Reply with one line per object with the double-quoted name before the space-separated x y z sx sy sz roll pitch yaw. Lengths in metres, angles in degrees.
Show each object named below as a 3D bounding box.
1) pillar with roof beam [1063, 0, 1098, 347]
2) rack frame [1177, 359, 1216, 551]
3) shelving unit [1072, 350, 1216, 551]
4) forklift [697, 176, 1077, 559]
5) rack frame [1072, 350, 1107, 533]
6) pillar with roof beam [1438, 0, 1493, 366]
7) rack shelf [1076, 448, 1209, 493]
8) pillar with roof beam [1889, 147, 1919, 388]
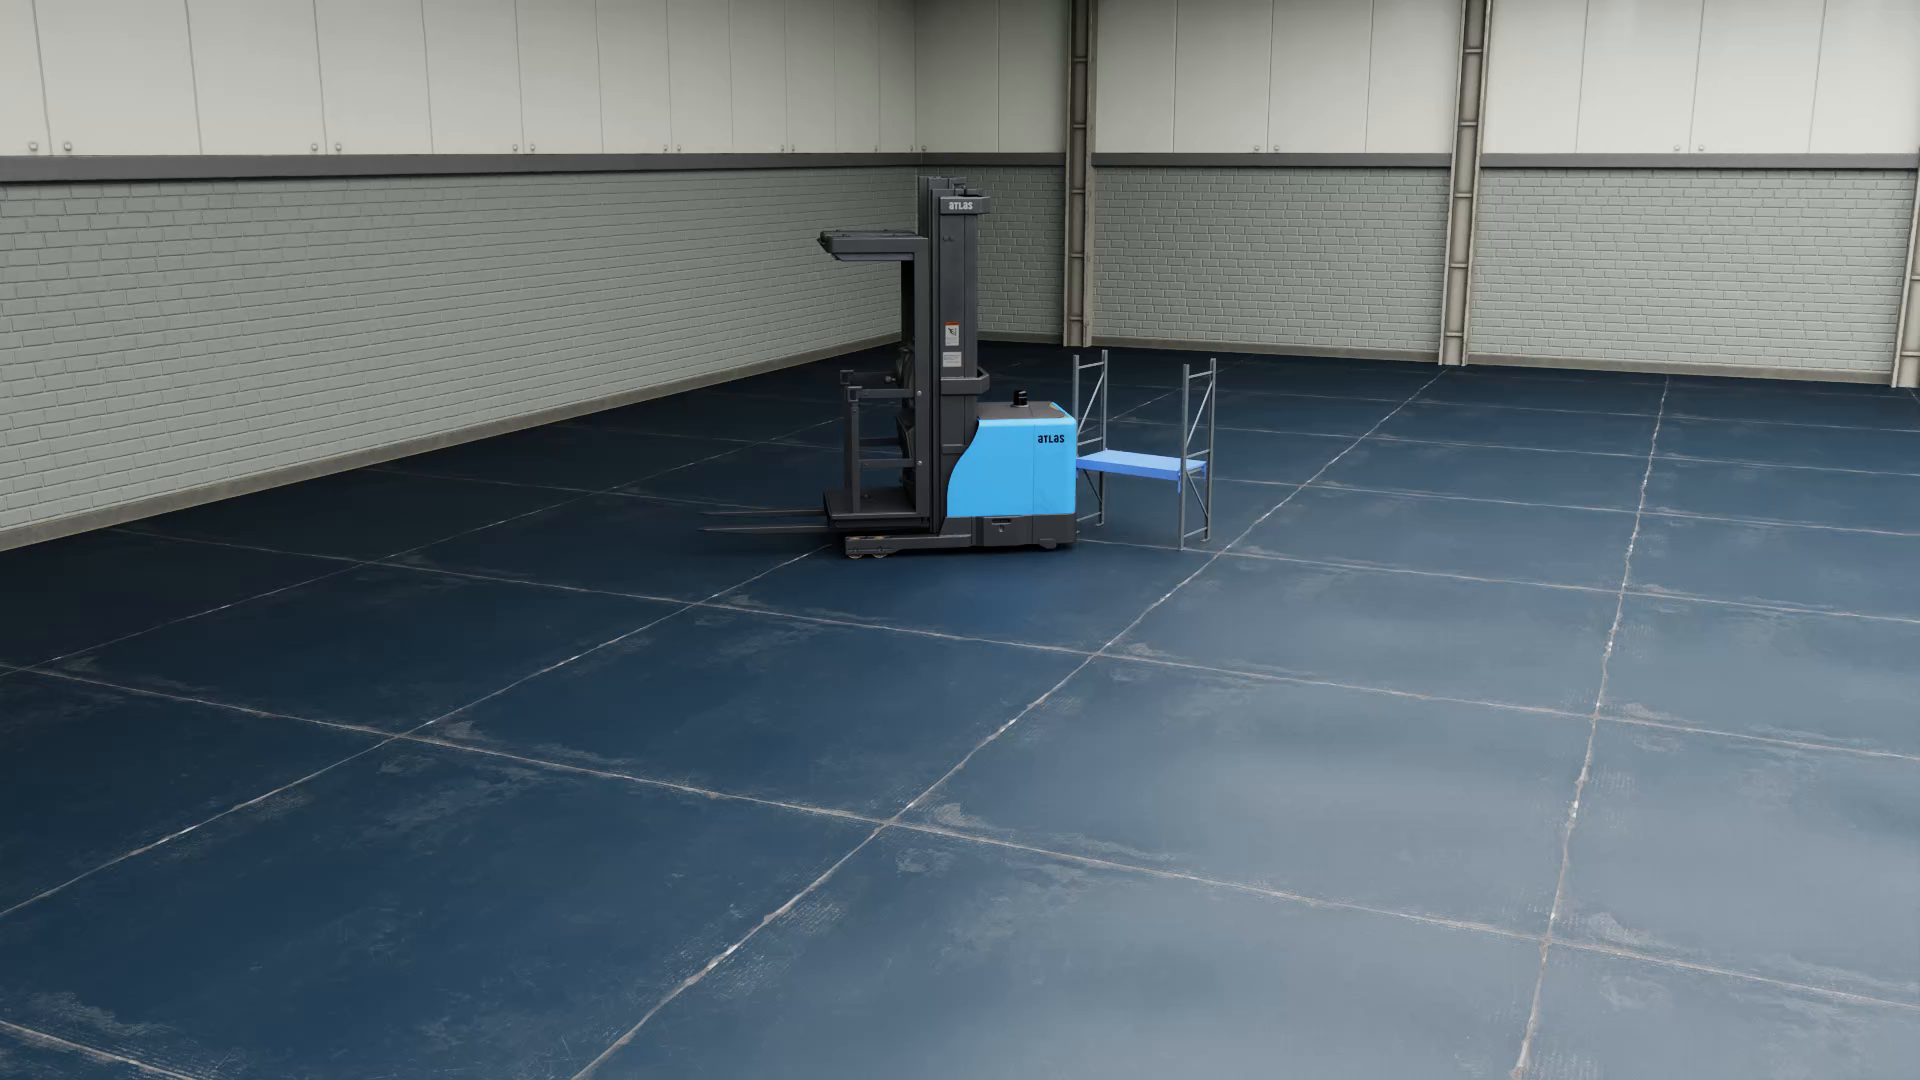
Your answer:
"pillar with roof beam" 0.194 -6.686 22.548 0.400 9.000 9.100 6 14 23
"rack frame" 1.910 -0.689 13.409 0.032 1.500 0.500 9 16 35
"shelving unit" 1.498 -0.757 13.698 1.048 1.500 0.538 9 16 35
"forklift" -0.617 -1.409 13.342 3.031 2.935 1.130 -2 13 -7
"rack frame" 1.085 -0.825 13.987 0.032 1.500 0.500 9 16 35
"pillar with roof beam" 5.680 -6.130 20.182 0.400 9.000 9.100 6 14 23
"rack shelf" 1.498 -0.582 13.740 1.000 0.185 0.538 9 16 35
"pillar with roof beam" 11.166 -5.575 17.816 0.400 9.000 9.100 6 14 23
